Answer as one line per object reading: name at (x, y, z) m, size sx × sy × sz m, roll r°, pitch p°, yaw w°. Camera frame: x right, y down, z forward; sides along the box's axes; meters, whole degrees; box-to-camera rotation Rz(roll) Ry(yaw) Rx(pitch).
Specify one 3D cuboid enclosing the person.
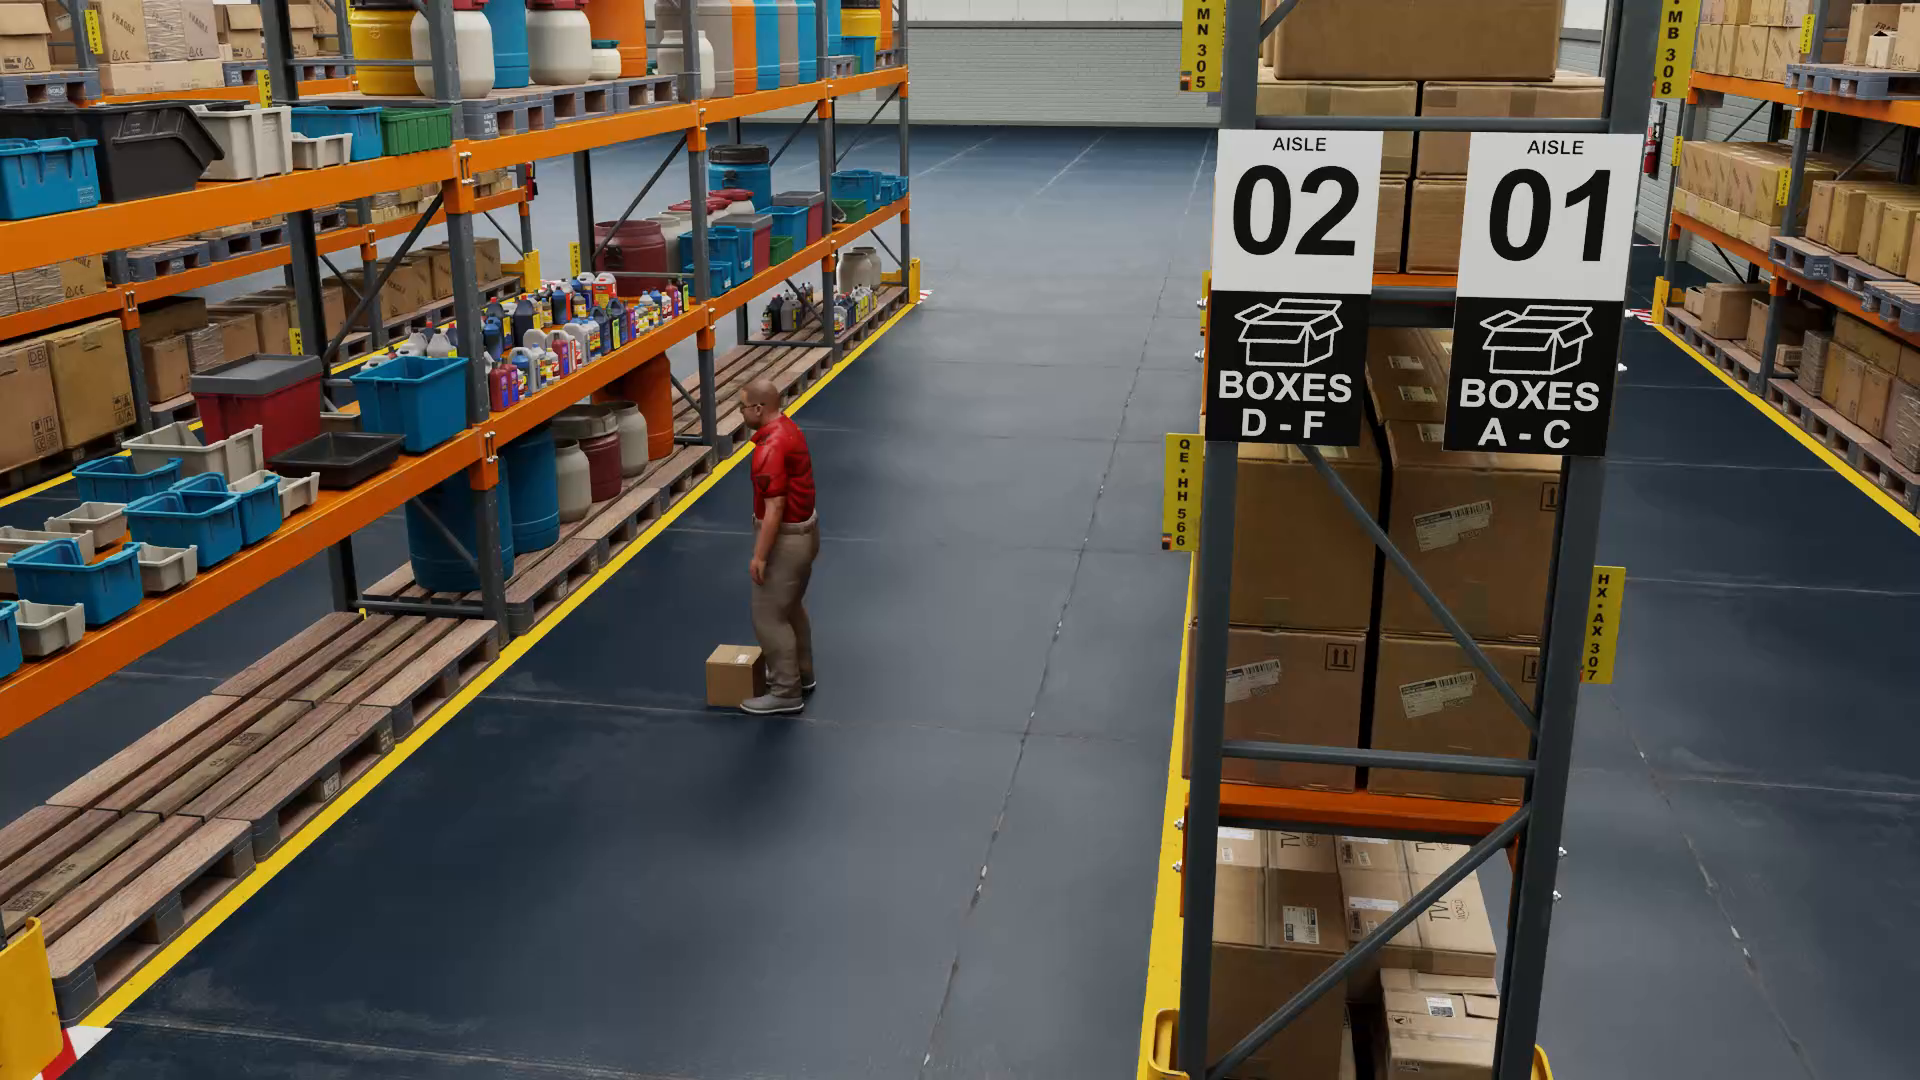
person at (-0.928, 0.024, 8.501) m, size 0.390 × 1.727 × 0.585 m, roll 3°, pitch 18°, yaw 9°
